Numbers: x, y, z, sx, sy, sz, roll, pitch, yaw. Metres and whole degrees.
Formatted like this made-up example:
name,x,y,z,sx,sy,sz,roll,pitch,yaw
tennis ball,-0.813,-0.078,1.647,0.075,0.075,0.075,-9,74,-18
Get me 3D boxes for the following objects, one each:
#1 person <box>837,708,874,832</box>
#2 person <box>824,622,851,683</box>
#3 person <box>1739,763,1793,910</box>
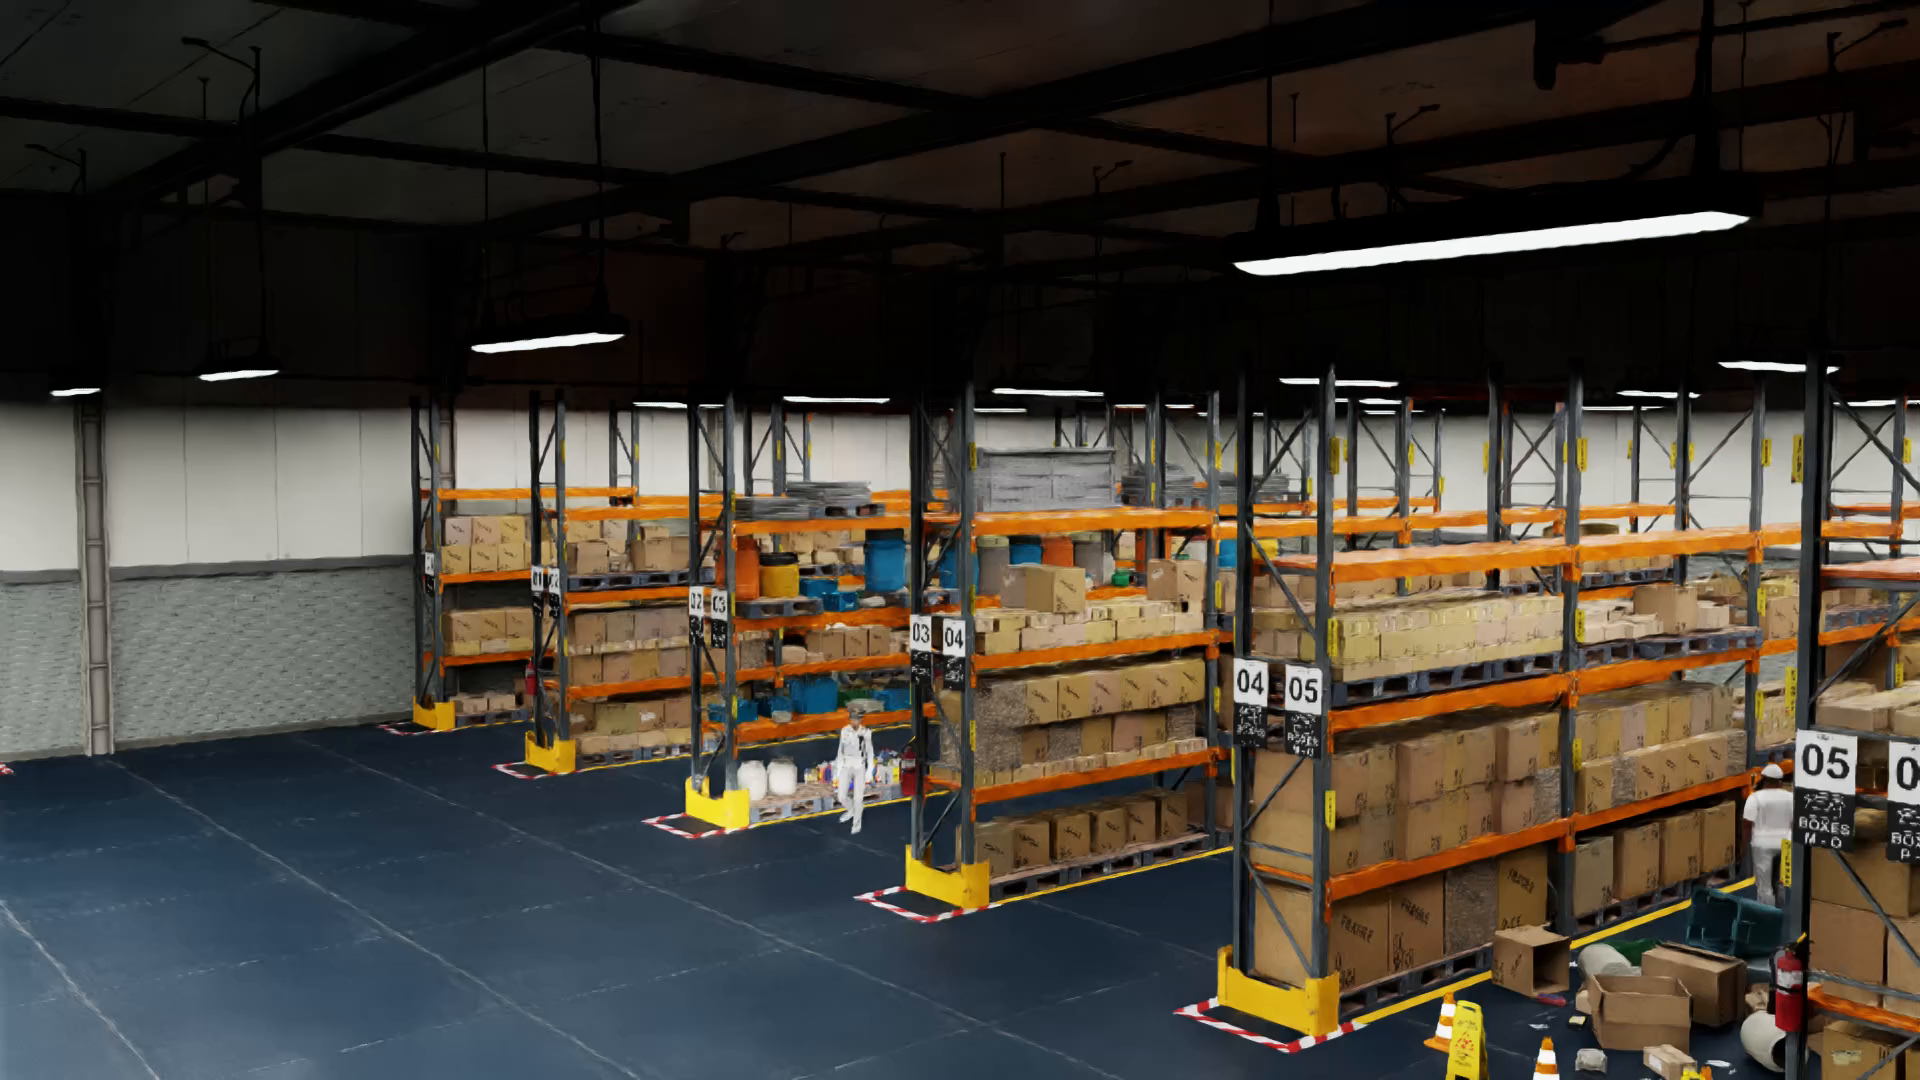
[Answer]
name,x,y,z,sx,sy,sz,roll,pitch,yaw
person,-1.384,3.029,22.123,0.530,1.671,0.519,1,3,13
person,-2.565,2.290,33.925,0.580,1.715,1.103,3,5,42
person,8.559,3.229,17.579,0.673,1.763,0.580,0,3,-7
